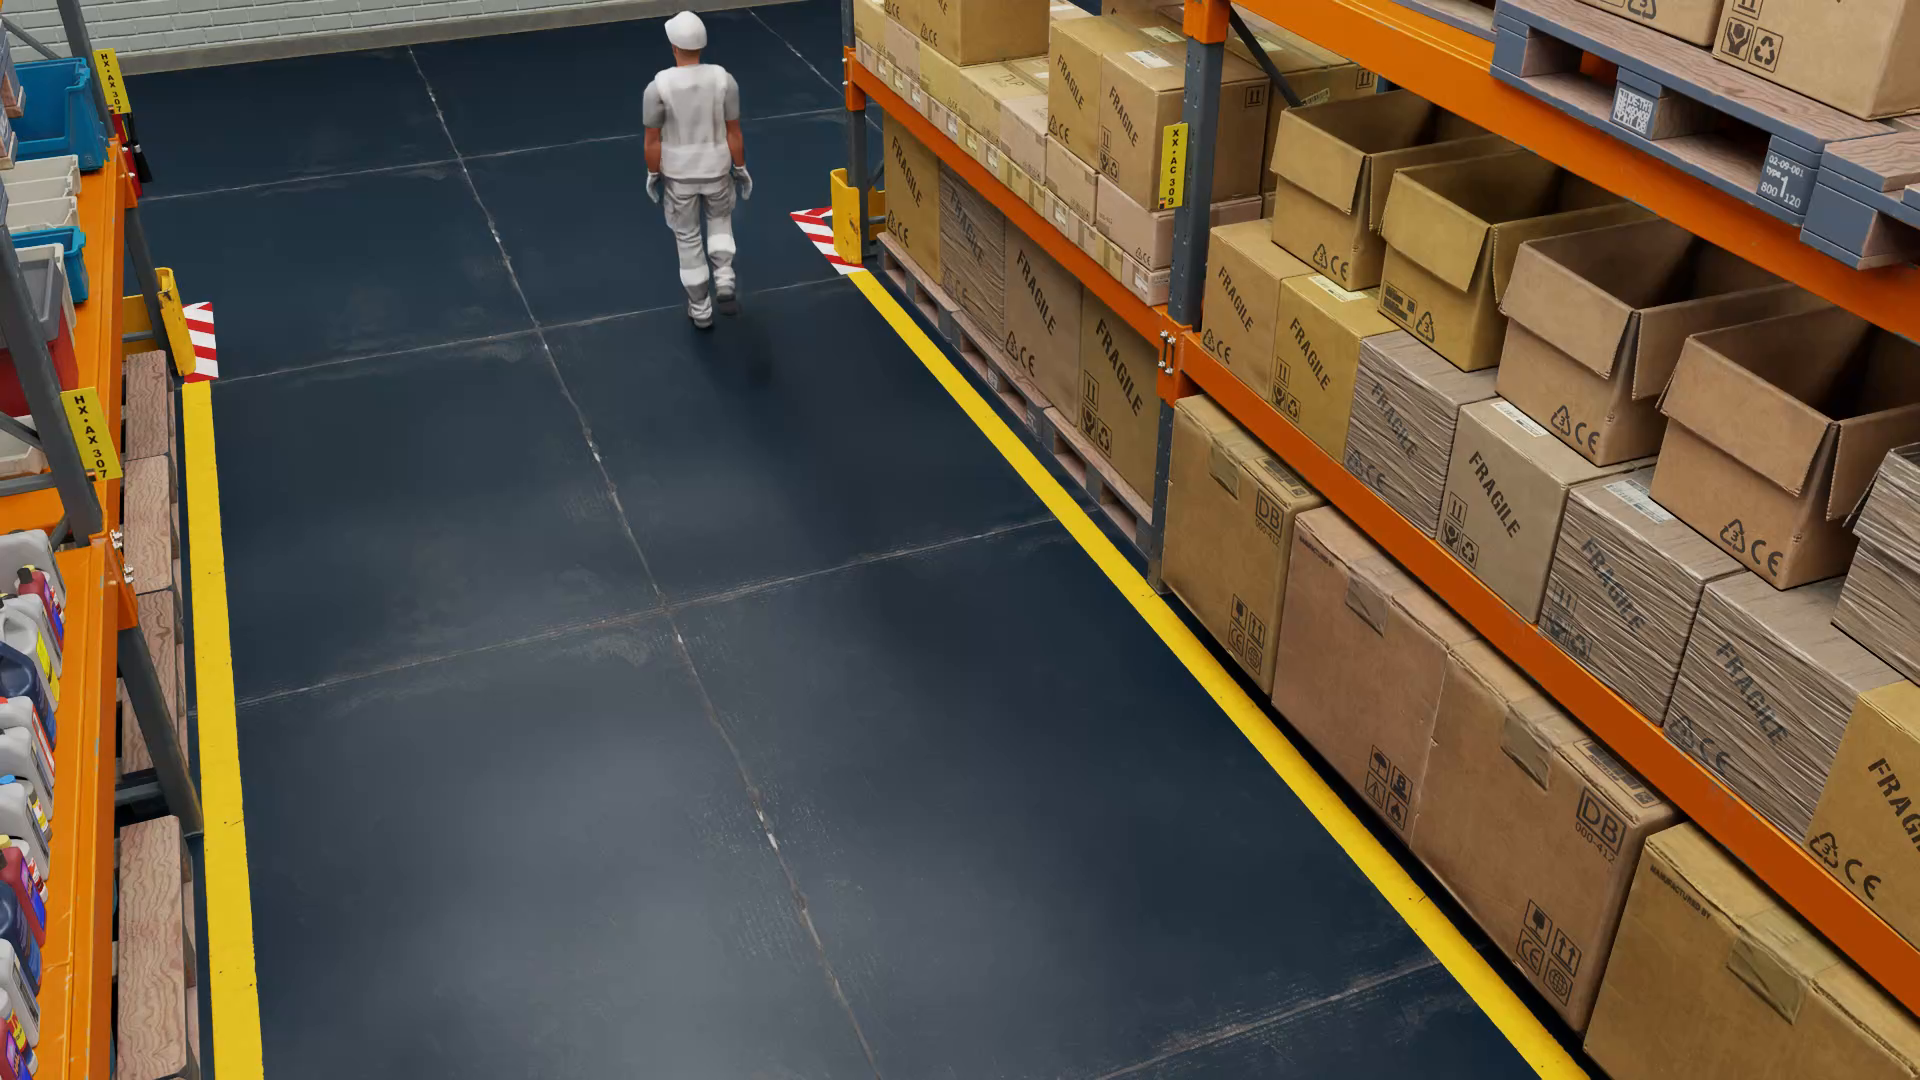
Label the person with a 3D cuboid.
[{"bbox_3d":[-1.459,-2.049,9.201,0.573,1.778,0.467,-11,35,-16],"label":"person"}]
